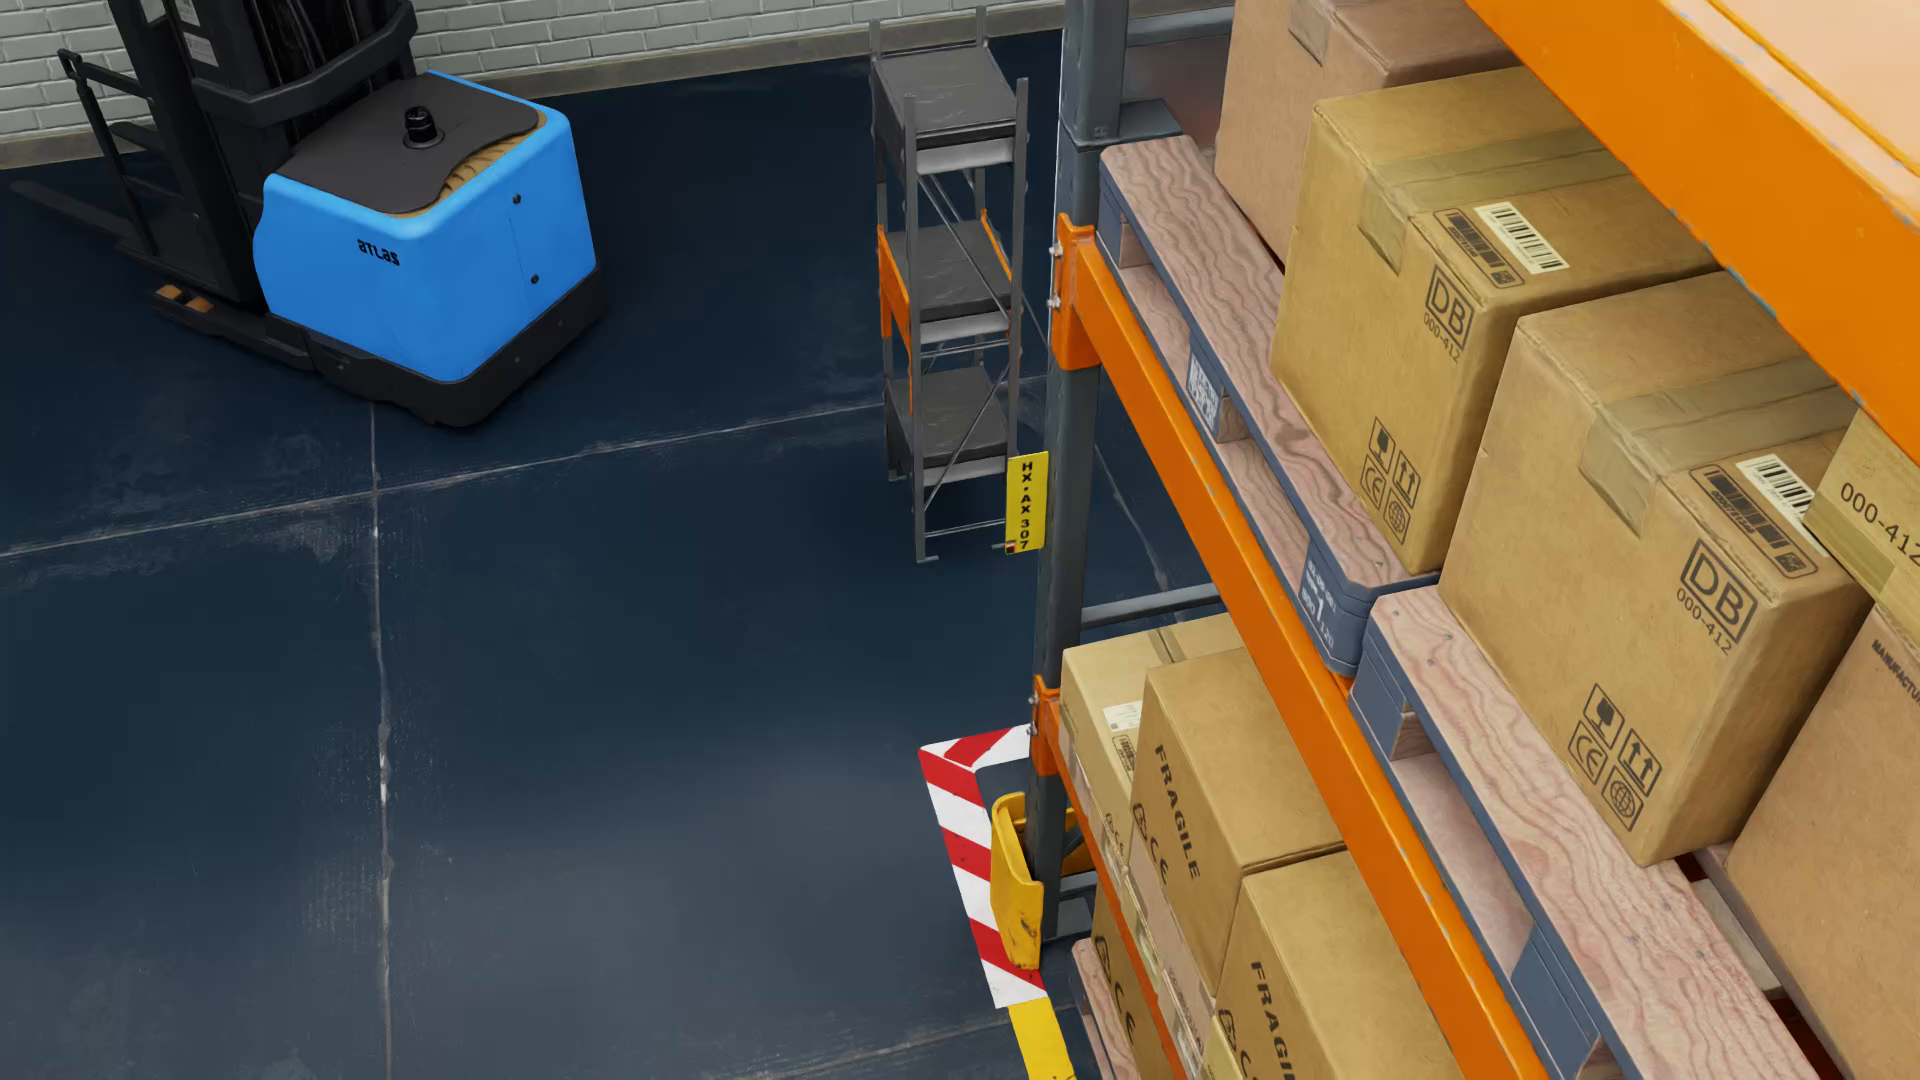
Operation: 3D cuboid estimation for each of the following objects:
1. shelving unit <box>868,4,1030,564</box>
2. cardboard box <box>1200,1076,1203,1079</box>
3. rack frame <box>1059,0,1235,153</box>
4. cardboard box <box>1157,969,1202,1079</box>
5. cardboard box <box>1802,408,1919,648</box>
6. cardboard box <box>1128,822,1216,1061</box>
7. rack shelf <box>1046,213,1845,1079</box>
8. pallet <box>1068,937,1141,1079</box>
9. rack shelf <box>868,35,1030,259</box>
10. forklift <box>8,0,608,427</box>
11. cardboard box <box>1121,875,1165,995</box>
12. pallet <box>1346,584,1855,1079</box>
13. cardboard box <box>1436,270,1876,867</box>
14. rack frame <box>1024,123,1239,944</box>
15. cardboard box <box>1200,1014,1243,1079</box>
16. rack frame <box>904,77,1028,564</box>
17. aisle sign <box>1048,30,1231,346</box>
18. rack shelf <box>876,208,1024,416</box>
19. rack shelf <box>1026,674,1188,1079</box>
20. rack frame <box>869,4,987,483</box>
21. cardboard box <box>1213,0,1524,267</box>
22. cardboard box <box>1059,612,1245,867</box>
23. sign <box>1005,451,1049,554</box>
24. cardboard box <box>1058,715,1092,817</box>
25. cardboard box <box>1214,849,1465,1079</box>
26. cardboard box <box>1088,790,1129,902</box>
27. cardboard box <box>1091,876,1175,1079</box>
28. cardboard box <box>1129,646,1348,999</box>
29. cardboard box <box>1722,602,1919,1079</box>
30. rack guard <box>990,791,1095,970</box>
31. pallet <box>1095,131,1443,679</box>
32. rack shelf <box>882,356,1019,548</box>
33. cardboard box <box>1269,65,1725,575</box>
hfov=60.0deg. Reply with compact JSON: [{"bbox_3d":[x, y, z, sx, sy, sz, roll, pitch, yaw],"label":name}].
[{"bbox_3d":[-0.042,-0.849,6.112,0.431,2.100,0.503,-11,47,-10],"label":"shelving unit"},{"bbox_3d":[0.737,1.248,3.603,0.380,0.149,0.250,-12,47,-11],"label":"cardboard box"},{"bbox_3d":[0.701,-1.954,2.364,1.000,3.000,0.127,-11,47,-10],"label":"rack frame"},{"bbox_3d":[0.673,1.072,3.775,0.380,0.149,0.250,-11,47,-11],"label":"cardboard box"},{"bbox_3d":[1.208,0.013,1.578,0.500,0.250,0.500,-12,47,-12],"label":"cardboard box"},{"bbox_3d":[0.702,0.832,3.731,0.500,0.250,0.500,-11,47,-11],"label":"cardboard box"},{"bbox_3d":[1.213,0.728,2.340,1.077,0.370,4.000,-11,47,-10],"label":"rack shelf"},{"bbox_3d":[0.981,1.659,4.976,1.003,0.211,1.213,-11,47,-10],"label":"pallet"},{"bbox_3d":[-0.042,-1.330,5.622,0.431,0.518,0.480,-11,47,-10],"label":"rack shelf"},{"bbox_3d":[-3.174,-2.285,6.937,3.031,2.935,1.130,22,49,20],"label":"forklift"},{"bbox_3d":[0.606,0.893,3.951,0.380,0.149,0.250,-12,47,-11],"label":"cardboard box"},{"bbox_3d":[1.217,0.481,2.140,1.003,0.211,1.213,-11,47,-10],"label":"pallet"},{"bbox_3d":[1.092,-0.013,2.129,0.700,0.500,0.500,-14,47,-13],"label":"cardboard box"},{"bbox_3d":[0.701,0.146,4.507,1.000,3.000,0.127,-11,47,-10],"label":"rack frame"},{"bbox_3d":[0.827,1.180,3.390,0.500,0.250,0.500,-12,47,-12],"label":"cardboard box"},{"bbox_3d":[0.020,-0.681,5.947,0.400,2.100,0.015,-11,47,-10],"label":"rack frame"},{"bbox_3d":[0.392,-0.759,3.574,0.394,0.787,0.004,-11,47,-10],"label":"aisle sign"},{"bbox_3d":[-0.042,-0.840,6.122,0.431,0.518,0.480,-11,47,-10],"label":"rack shelf"},{"bbox_3d":[1.213,1.778,3.411,1.077,0.370,4.000,-11,47,-10],"label":"rack shelf"},{"bbox_3d":[-0.105,-1.018,6.277,0.400,2.100,0.015,-11,47,-10],"label":"rack frame"},{"bbox_3d":[0.886,-0.772,2.872,0.700,0.500,0.500,-13,47,-13],"label":"cardboard box"},{"bbox_3d":[0.563,0.475,4.081,0.500,0.250,0.500,-12,47,-11],"label":"cardboard box"},{"bbox_3d":[0.163,-0.088,4.074,0.100,0.325,0.005,-11,47,-10],"label":"sign"},{"bbox_3d":[0.473,0.539,4.297,0.380,0.149,0.250,-10,46,-10],"label":"cardboard box"},{"bbox_3d":[0.829,0.914,3.126,0.500,0.500,0.500,-12,47,-11],"label":"cardboard box"},{"bbox_3d":[0.540,0.716,4.124,0.380,0.149,0.250,-11,47,-11],"label":"cardboard box"},{"bbox_3d":[0.942,1.170,4.697,0.875,0.875,0.875,-11,47,-10],"label":"cardboard box"},{"bbox_3d":[0.691,0.557,3.475,0.500,0.500,0.500,-12,47,-11],"label":"cardboard box"},{"bbox_3d":[1.336,0.352,1.770,0.700,0.500,0.500,-9,46,-9],"label":"cardboard box"},{"bbox_3d":[0.695,1.004,5.416,1.175,0.500,0.348,-11,47,-10],"label":"rack guard"},{"bbox_3d":[0.901,-0.363,2.967,1.003,0.211,1.213,-11,47,-10],"label":"pallet"},{"bbox_3d":[-0.042,-0.350,6.622,0.431,0.518,0.480,-11,47,-10],"label":"rack shelf"},{"bbox_3d":[0.913,-0.362,2.470,0.700,0.500,0.500,-12,47,-12],"label":"cardboard box"}]
